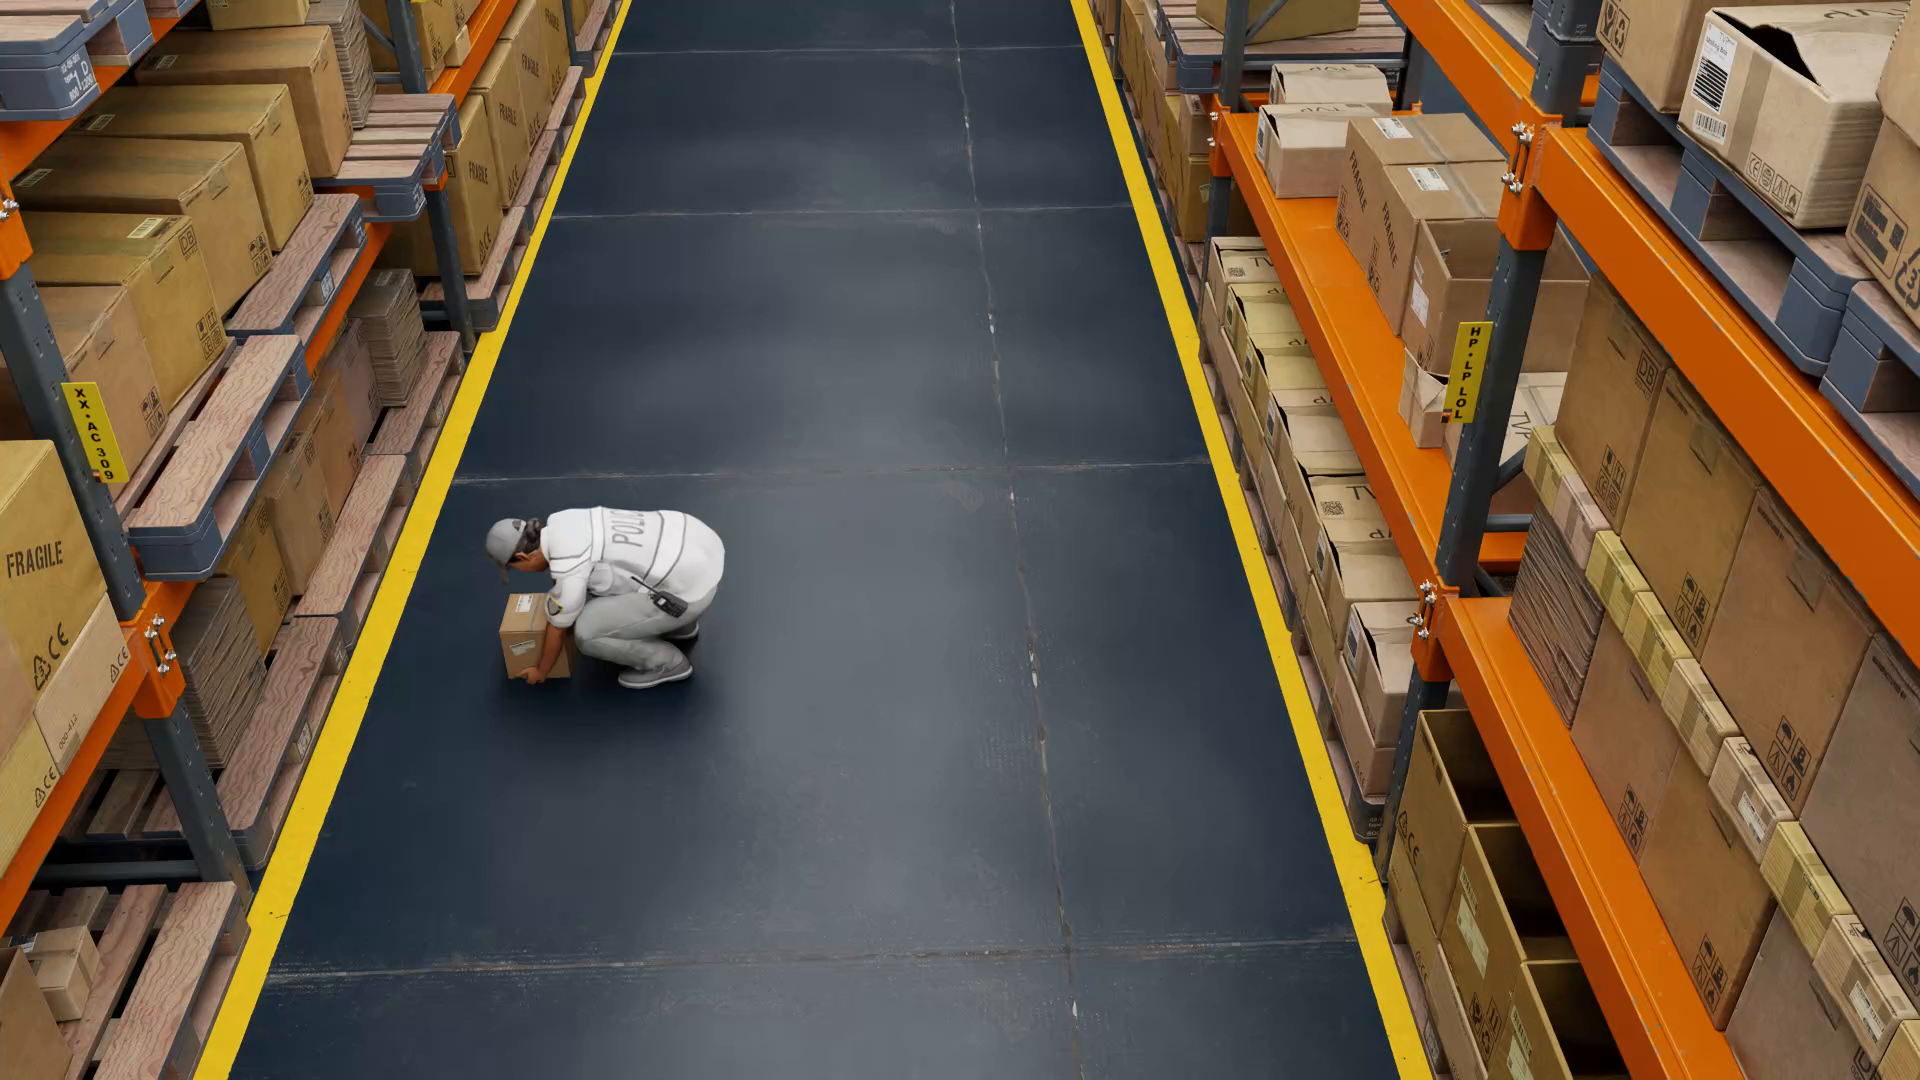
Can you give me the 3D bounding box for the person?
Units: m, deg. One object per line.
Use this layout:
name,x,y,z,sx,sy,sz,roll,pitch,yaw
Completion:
person,-1.399,0.215,6.693,0.910,0.796,0.520,-2,36,-3
